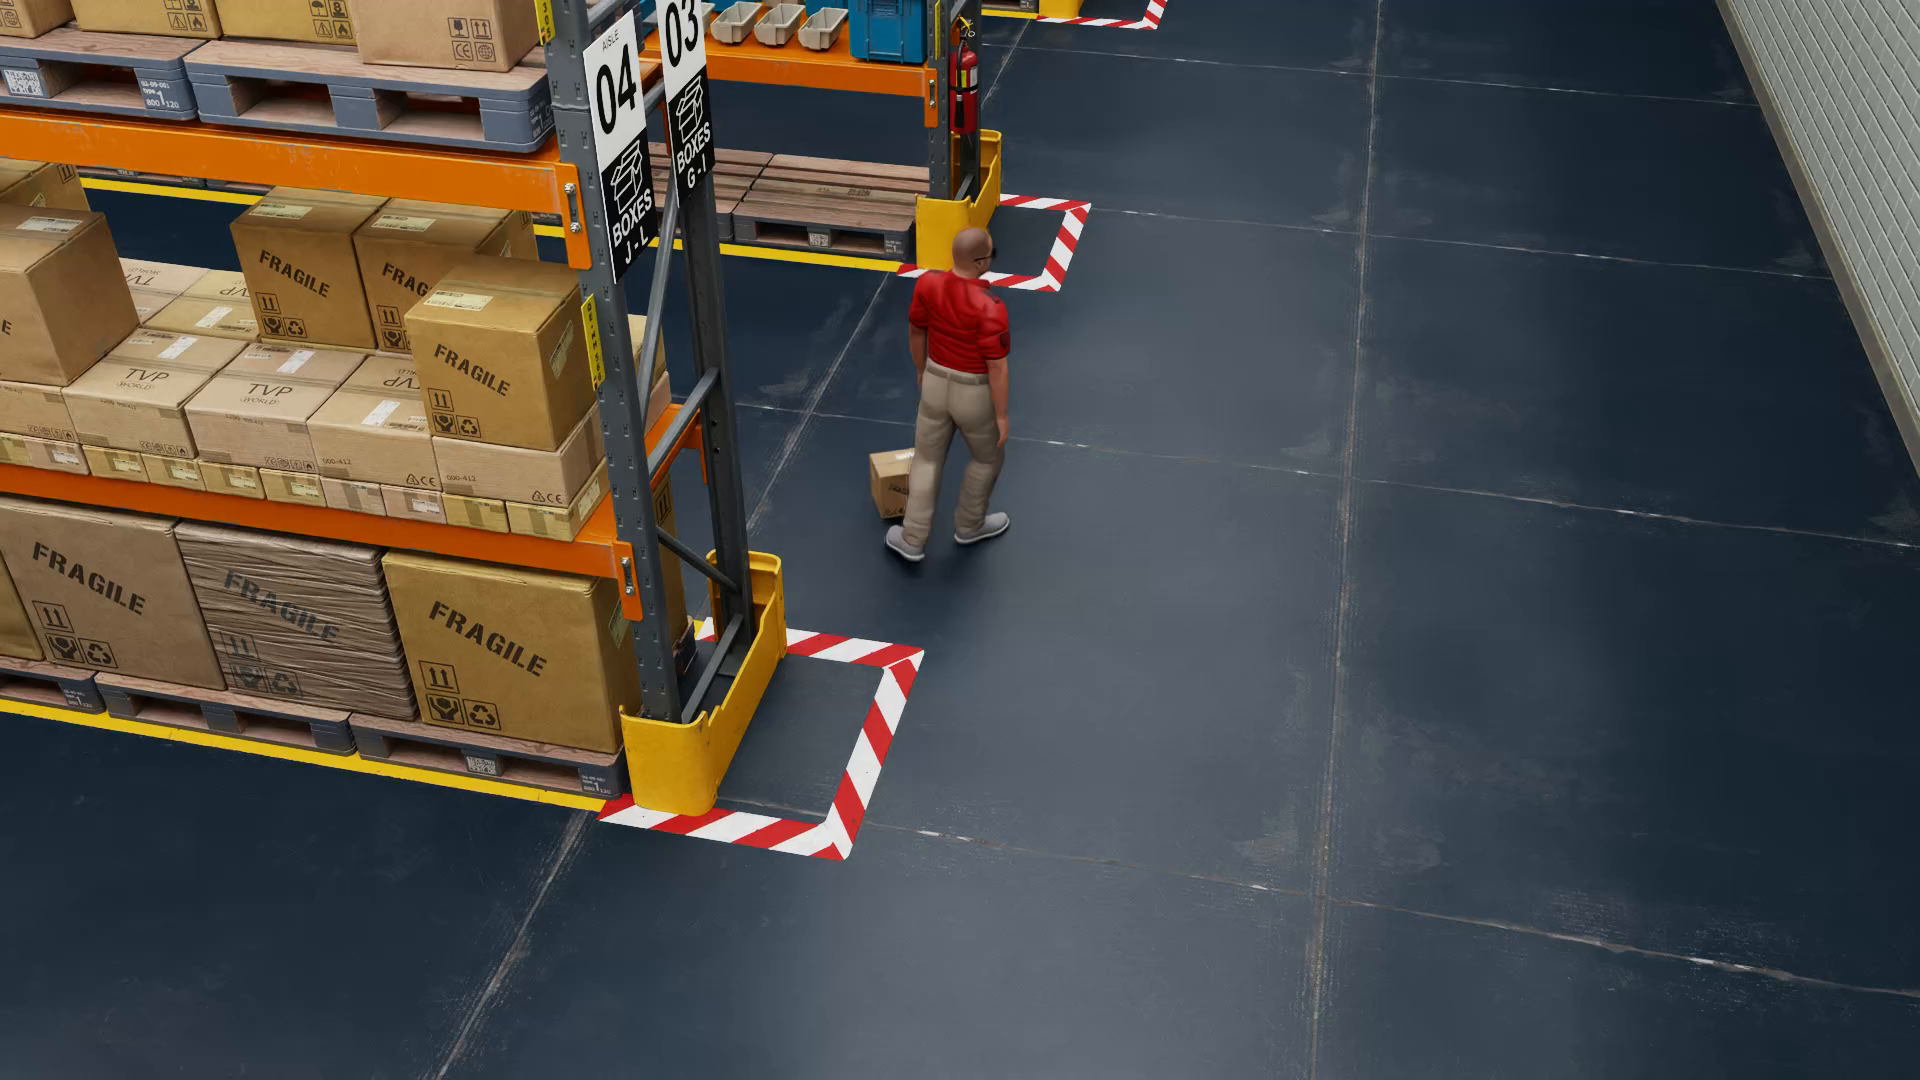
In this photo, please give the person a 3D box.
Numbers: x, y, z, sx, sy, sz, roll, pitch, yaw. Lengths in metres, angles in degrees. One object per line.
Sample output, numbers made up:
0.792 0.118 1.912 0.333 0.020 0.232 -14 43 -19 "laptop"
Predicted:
-0.030 -0.633 7.922 0.602 1.627 0.631 20 41 25 "person"
